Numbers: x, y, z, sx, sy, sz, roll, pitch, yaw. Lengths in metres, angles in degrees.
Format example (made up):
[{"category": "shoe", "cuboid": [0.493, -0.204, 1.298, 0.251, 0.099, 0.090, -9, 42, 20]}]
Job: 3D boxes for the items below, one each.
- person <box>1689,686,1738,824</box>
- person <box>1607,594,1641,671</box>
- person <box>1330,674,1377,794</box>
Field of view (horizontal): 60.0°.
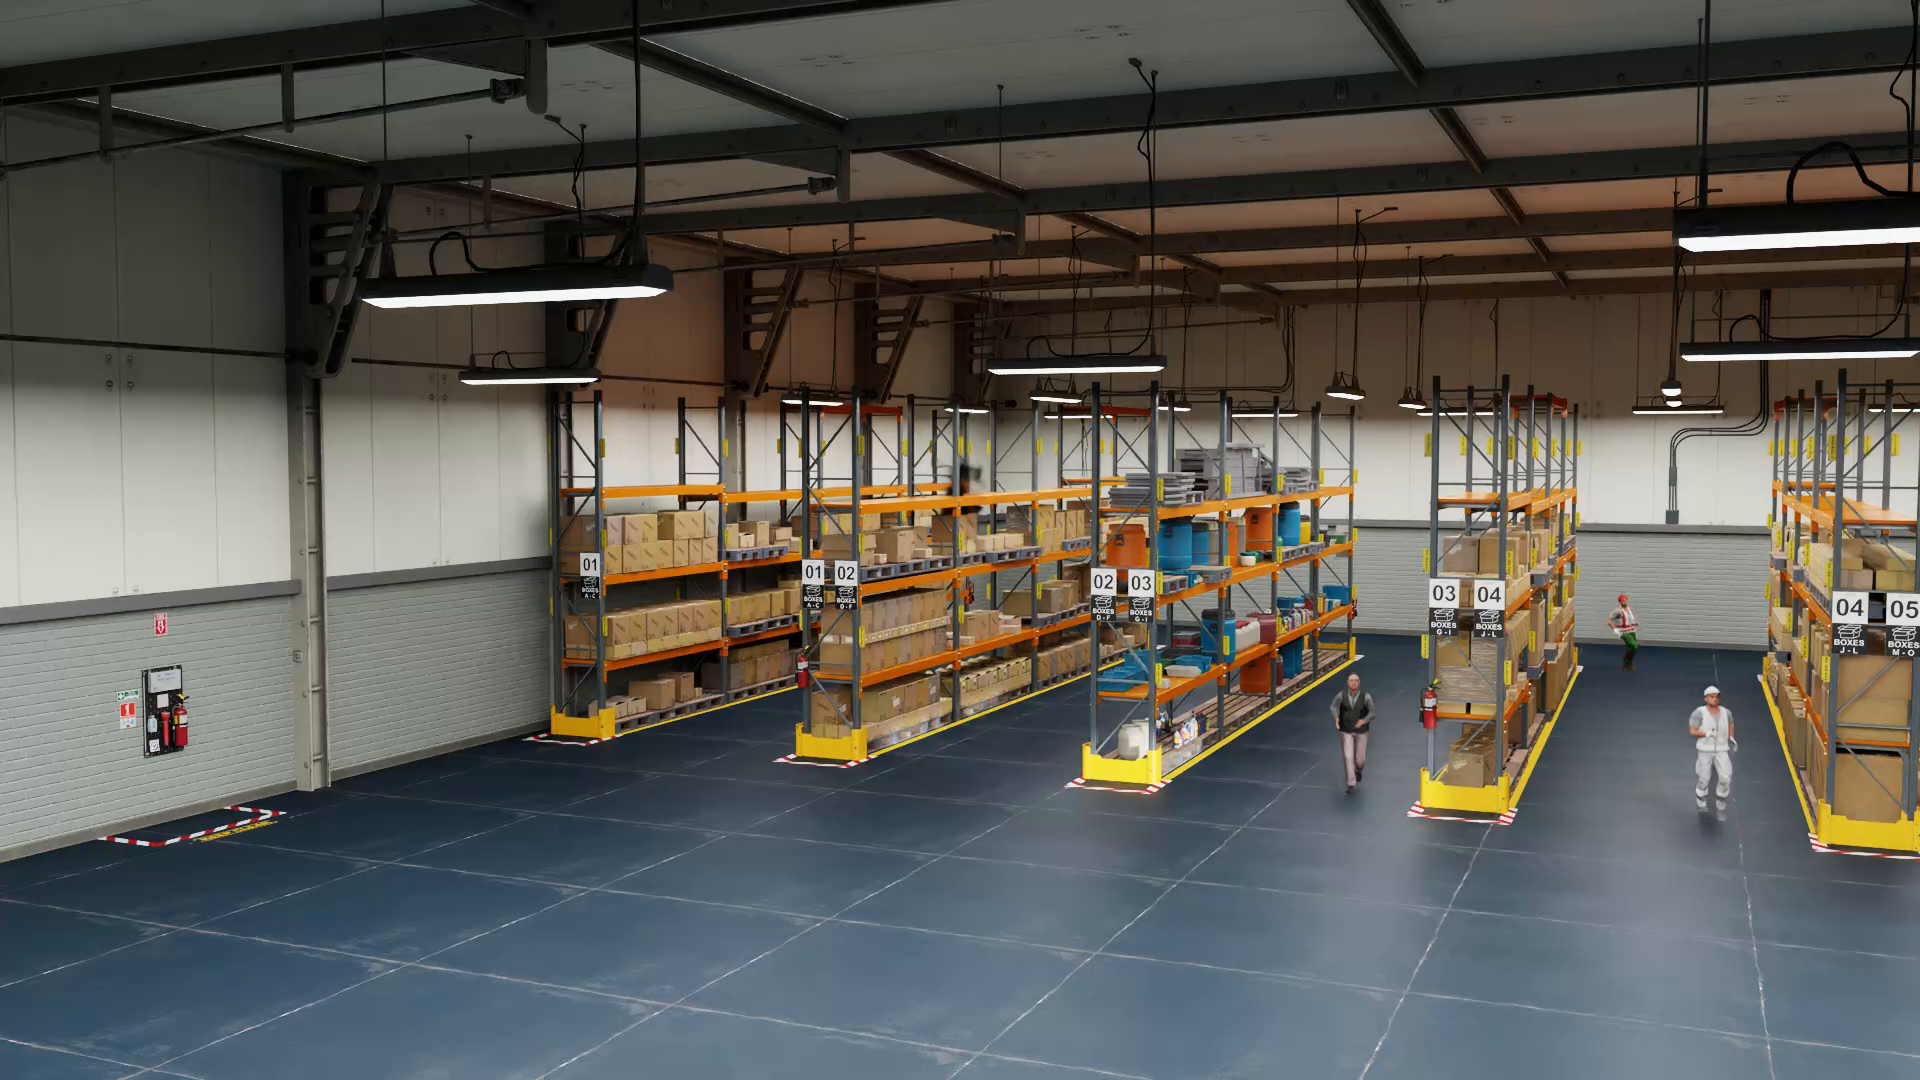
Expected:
[{"category": "person", "cuboid": [10.118, 2.876, 22.329, 0.640, 1.824, 0.741, 1, 3, 11]}, {"category": "person", "cuboid": [14.938, 2.078, 37.240, 0.715, 1.723, 0.593, -2, 4, -27]}, {"category": "person", "cuboid": [5.708, 2.798, 24.168, 0.671, 1.698, 0.863, 1, 3, 16]}]
